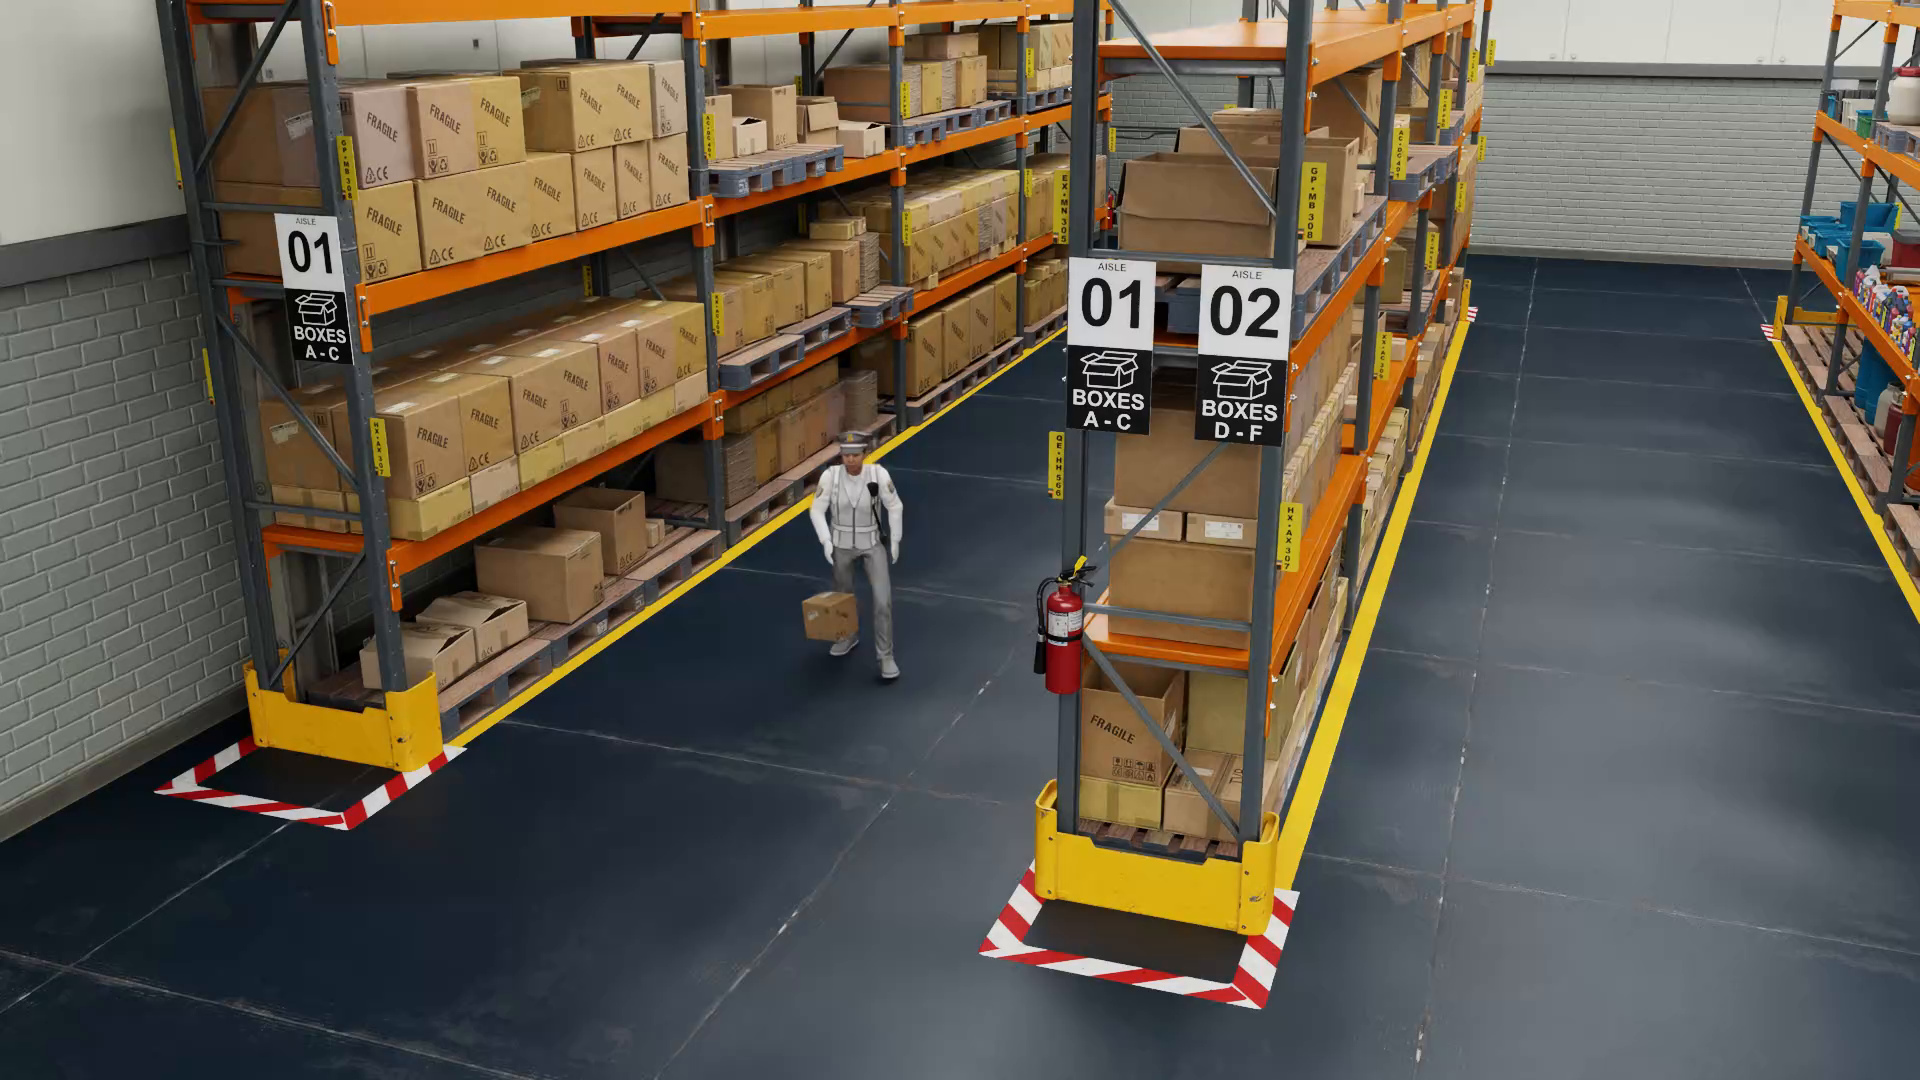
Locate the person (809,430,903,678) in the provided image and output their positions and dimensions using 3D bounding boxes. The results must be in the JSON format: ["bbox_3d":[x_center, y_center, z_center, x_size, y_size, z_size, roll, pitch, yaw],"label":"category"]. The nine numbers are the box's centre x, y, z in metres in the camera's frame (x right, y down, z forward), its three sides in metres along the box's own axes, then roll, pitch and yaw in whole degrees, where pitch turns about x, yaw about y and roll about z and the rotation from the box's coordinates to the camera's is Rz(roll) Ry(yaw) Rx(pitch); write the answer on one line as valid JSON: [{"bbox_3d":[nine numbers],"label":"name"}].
[{"bbox_3d":[-0.675,0.049,10.934,0.605,1.645,0.700,2,19,5],"label":"person"}]
